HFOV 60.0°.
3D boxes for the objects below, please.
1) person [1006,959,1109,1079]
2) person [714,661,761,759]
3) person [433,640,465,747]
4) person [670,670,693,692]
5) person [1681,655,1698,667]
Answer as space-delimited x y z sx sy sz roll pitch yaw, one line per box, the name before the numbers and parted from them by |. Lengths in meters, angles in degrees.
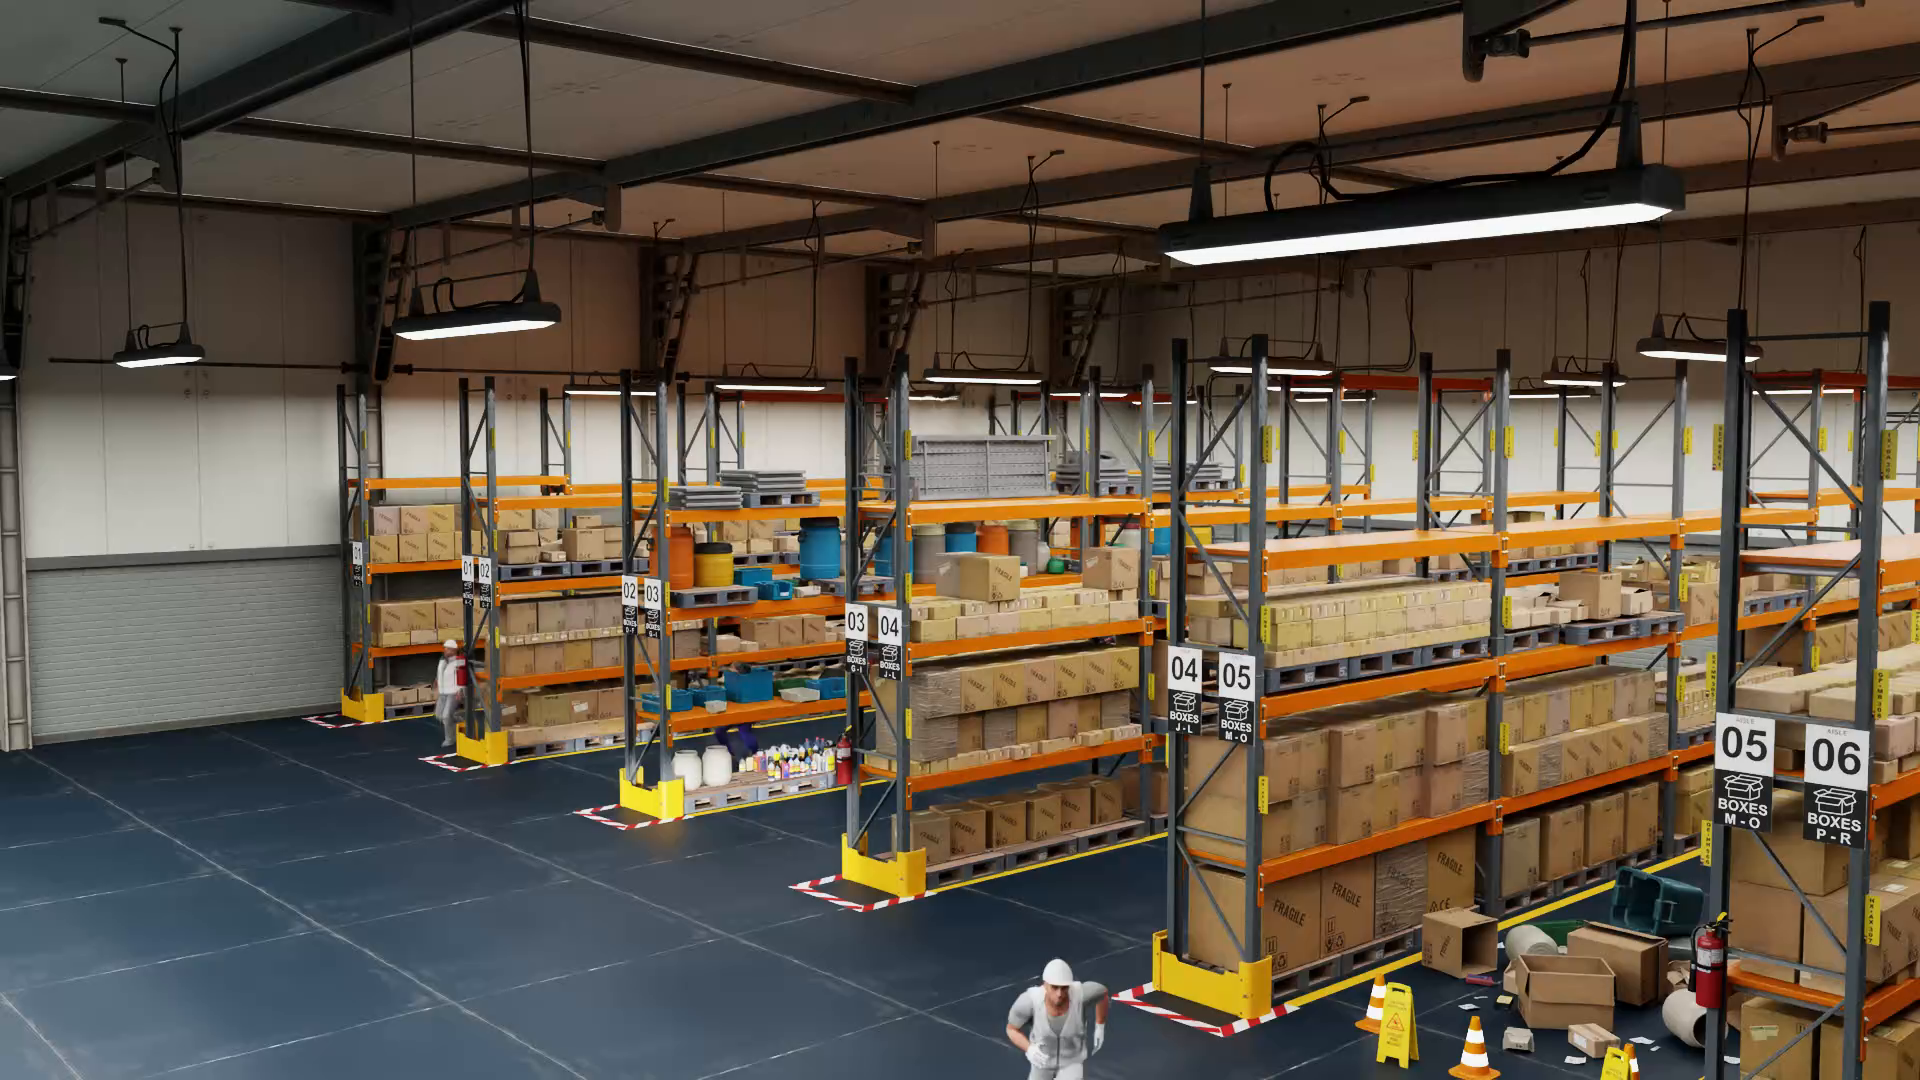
person | 0.657 3.599 11.336 0.706 1.732 1.048 0 4 -1
person | -3.367 2.690 25.499 0.751 1.677 0.585 -3 5 -42
person | -8.380 2.511 27.443 0.692 1.750 0.562 2 4 31
person | -5.262 2.349 31.342 0.543 1.561 0.676 3 5 38
person | 11.315 2.633 25.804 0.724 1.744 0.693 -3 5 -43
